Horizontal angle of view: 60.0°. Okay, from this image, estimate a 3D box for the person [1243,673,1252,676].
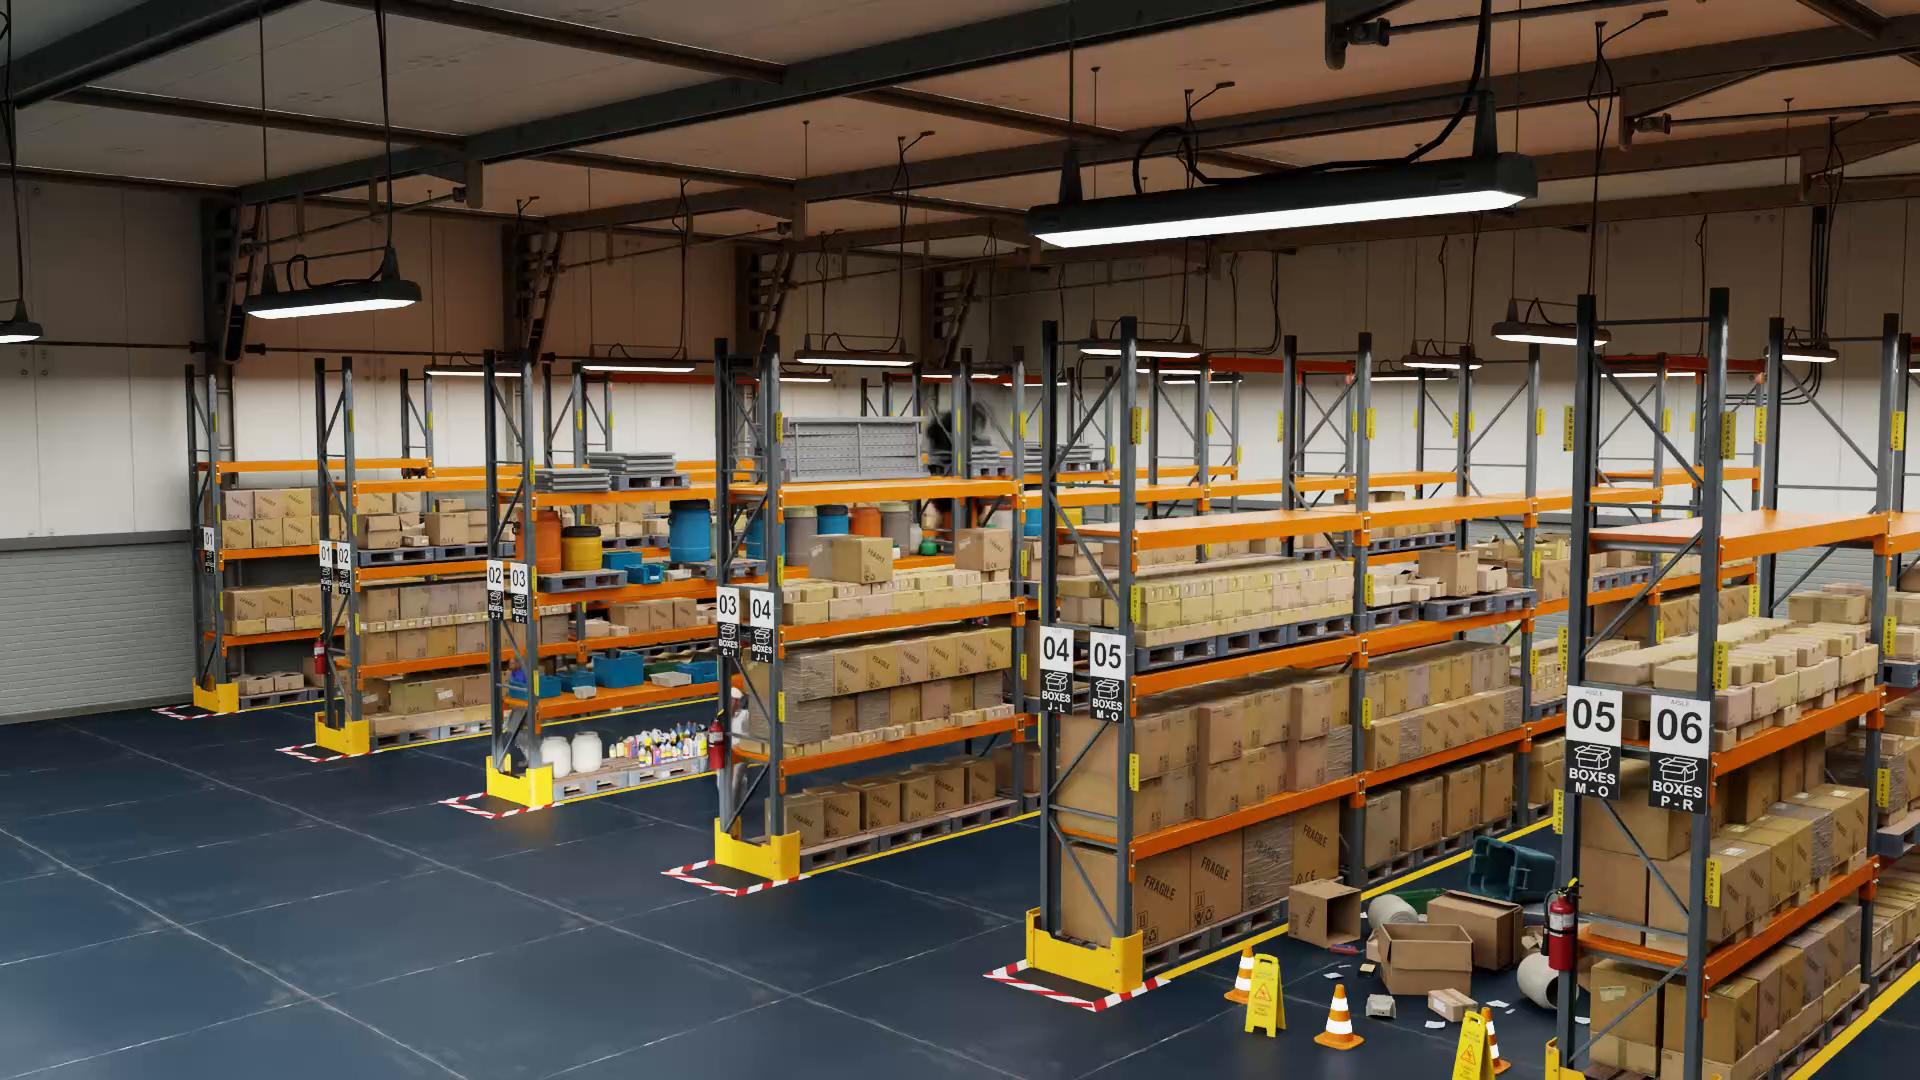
[{"bbox_3d":[4.082,2.615,23.120,0.647,1.608,0.609,-4,6,-44],"label":"person"}]

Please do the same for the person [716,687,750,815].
[{"bbox_3d":[-2.867,2.710,21.056,0.693,1.730,0.681,2,5,25],"label":"person"}]

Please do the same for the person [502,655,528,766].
[{"bbox_3d":[-6.450,2.496,24.216,0.573,1.627,0.616,4,6,44],"label":"person"}]

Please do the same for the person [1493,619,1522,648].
[{"bbox_3d":[10.178,1.984,30.583,0.594,1.688,0.911,-1,4,-13],"label":"person"}]
